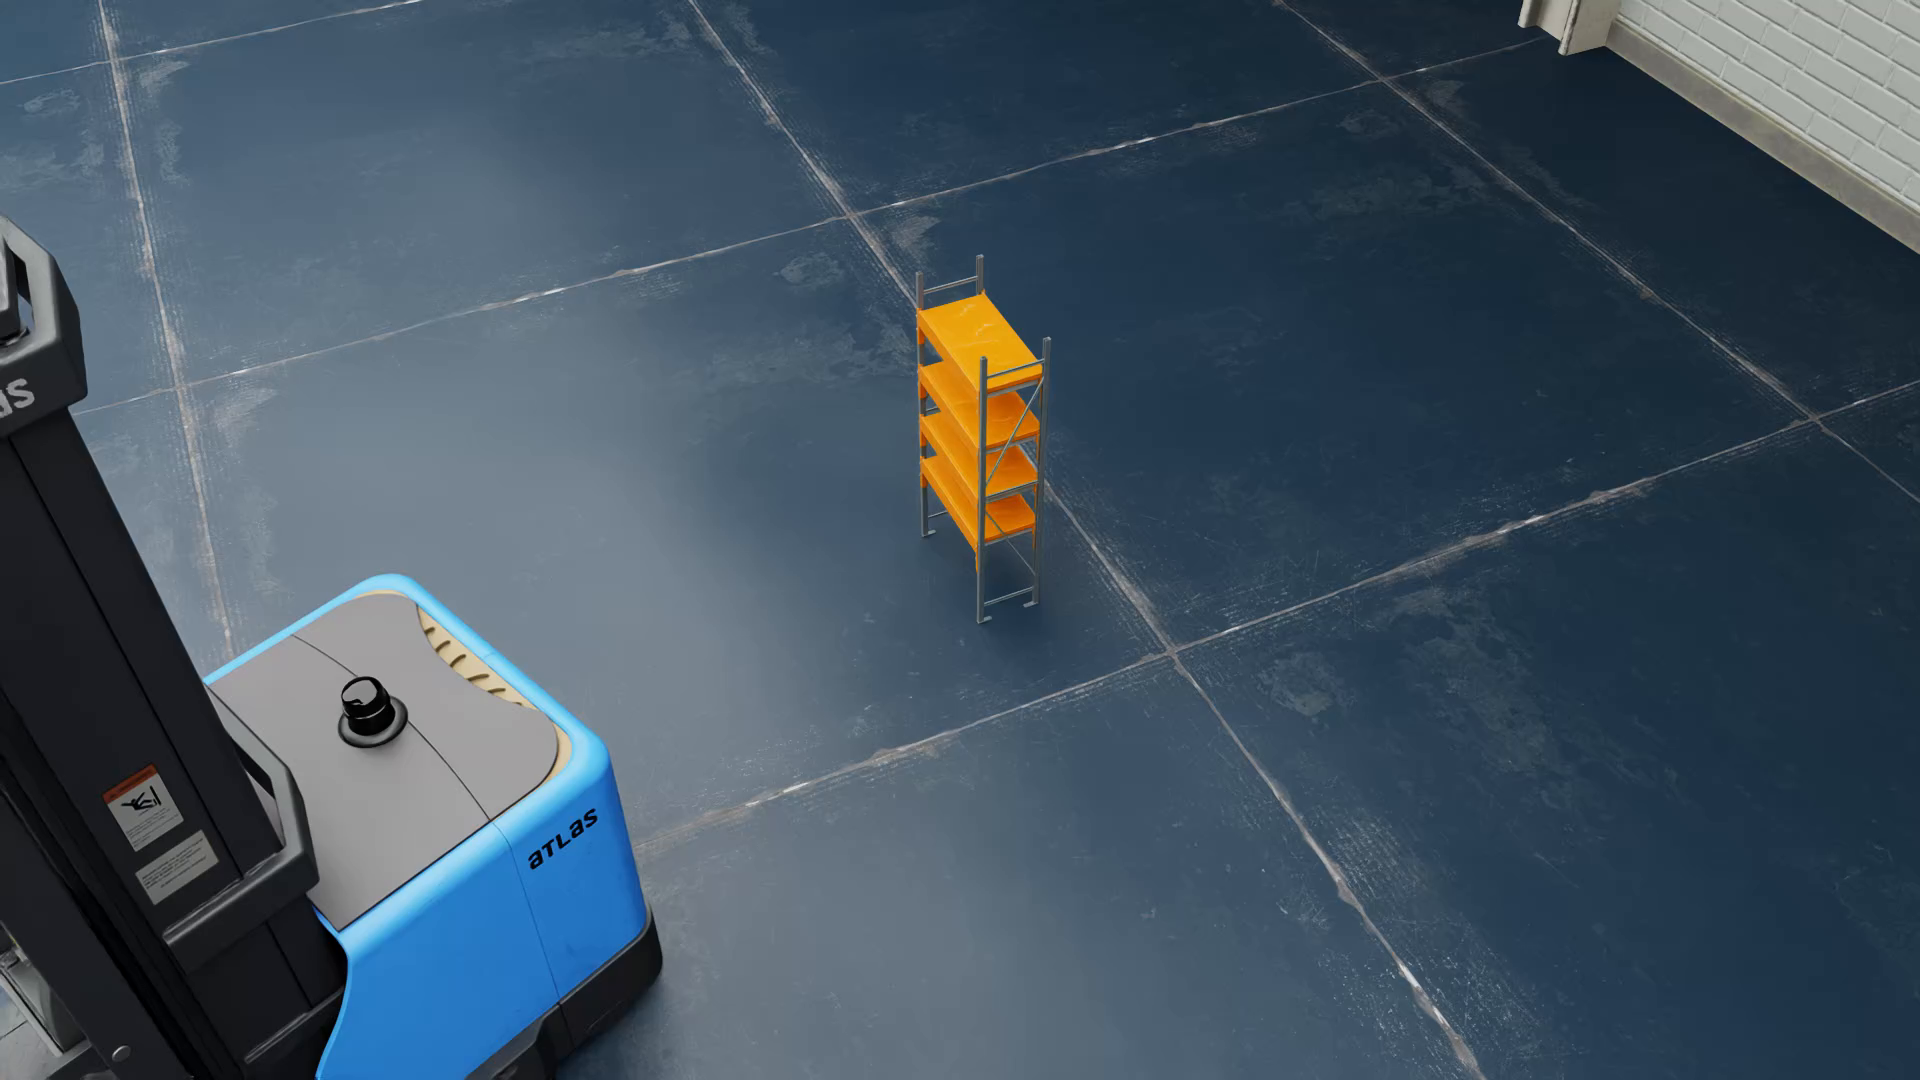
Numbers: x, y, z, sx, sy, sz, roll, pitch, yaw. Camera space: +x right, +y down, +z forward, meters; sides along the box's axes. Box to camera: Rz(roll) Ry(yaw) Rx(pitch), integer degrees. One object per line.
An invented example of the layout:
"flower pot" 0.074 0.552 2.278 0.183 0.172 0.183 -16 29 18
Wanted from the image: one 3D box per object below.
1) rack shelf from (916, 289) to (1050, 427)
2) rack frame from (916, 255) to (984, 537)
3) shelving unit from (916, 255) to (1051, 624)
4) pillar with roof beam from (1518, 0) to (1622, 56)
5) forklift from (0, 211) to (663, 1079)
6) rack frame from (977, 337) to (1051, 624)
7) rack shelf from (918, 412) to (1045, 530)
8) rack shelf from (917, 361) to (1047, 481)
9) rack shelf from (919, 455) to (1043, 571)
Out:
"rack shelf" 0.070 -0.601 5.446 0.258 0.148 0.480 -18 47 -17
"rack frame" -0.033 -0.477 5.879 0.240 1.200 0.015 -18 47 -17
"shelving unit" 0.070 -0.322 5.722 0.258 1.200 0.503 -18 47 -17
"pillar with roof beam" -0.628 -4.685 4.591 9.100 9.000 0.400 -18 47 -17
"forklift" -2.244 0.779 3.374 1.130 2.935 3.031 33 53 29
"rack frame" 0.172 -0.166 5.564 0.240 1.200 0.015 -18 47 -17
"rack shelf" 0.070 -0.274 5.769 0.258 0.148 0.480 -18 47 -17
"rack shelf" 0.070 -0.433 5.612 0.258 0.148 0.480 -18 47 -17
"rack shelf" 0.070 -0.132 5.908 0.258 0.148 0.480 -18 47 -17
